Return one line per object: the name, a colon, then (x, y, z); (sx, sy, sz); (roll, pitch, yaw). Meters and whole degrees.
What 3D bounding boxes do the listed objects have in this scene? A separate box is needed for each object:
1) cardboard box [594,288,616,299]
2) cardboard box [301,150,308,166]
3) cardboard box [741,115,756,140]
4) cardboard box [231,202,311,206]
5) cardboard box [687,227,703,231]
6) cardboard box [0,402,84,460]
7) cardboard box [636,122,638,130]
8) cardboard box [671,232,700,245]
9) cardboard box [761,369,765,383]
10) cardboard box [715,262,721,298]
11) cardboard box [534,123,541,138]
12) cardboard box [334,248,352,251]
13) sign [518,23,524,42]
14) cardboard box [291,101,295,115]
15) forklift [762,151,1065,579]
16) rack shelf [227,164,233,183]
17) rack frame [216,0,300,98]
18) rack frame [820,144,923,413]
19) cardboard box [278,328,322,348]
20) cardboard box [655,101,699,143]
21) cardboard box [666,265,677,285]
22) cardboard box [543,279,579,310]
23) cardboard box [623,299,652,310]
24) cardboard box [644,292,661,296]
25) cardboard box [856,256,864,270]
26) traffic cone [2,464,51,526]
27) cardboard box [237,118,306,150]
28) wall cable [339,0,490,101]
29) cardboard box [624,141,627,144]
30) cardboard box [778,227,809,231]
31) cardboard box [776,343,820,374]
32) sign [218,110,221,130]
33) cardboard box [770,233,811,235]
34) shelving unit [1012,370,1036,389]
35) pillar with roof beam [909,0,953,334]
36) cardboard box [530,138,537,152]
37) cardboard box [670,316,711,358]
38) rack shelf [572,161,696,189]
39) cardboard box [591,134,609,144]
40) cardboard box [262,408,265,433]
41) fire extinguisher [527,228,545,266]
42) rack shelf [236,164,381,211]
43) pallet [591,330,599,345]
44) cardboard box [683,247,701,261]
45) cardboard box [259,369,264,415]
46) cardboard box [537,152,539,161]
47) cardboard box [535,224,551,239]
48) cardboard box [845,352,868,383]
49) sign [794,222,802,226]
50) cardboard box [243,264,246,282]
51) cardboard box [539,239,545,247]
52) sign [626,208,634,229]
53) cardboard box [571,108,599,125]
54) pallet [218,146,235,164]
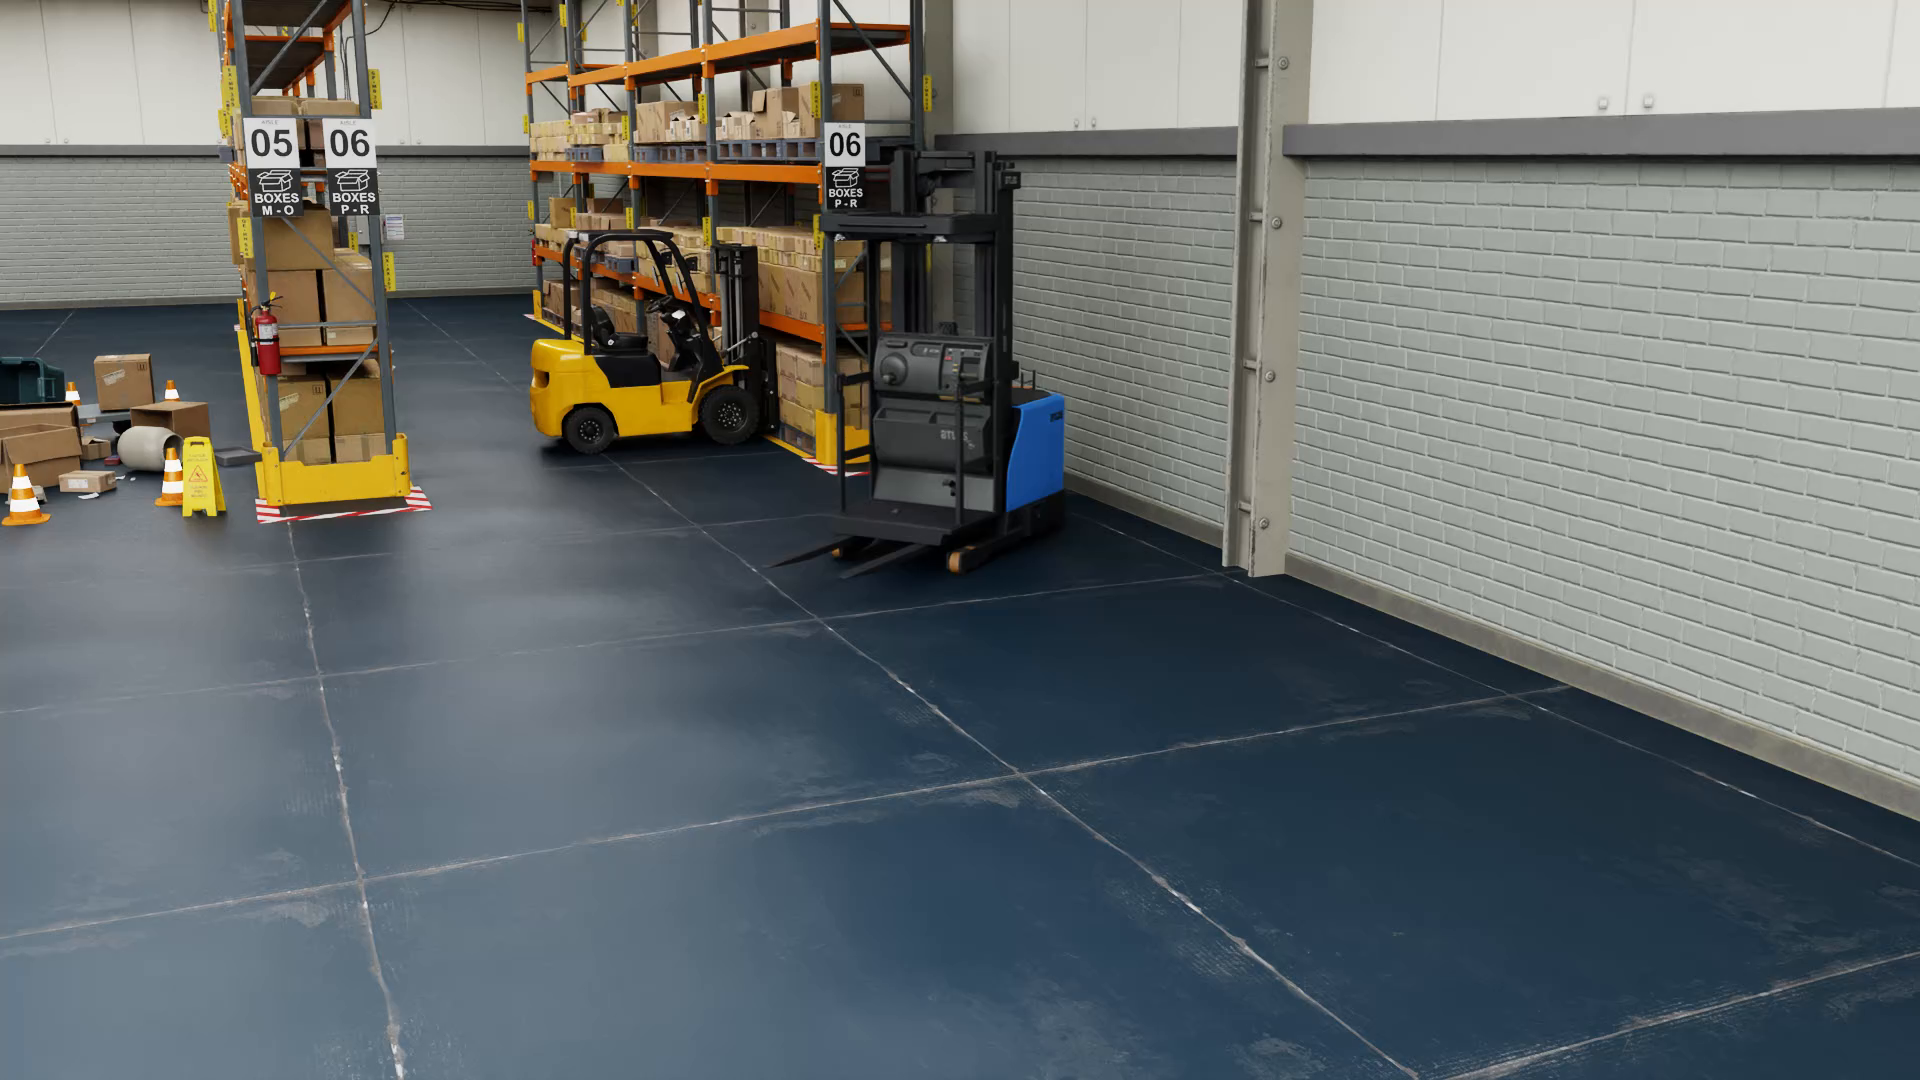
cardboard box: (-5.554, -3.902, 26.249); (0.380, 0.149, 0.250); (-6, 14, -25)
cardboard box: (-6.040, -3.619, 15.757); (0.380, 0.149, 0.250); (-6, 14, -23)
cardboard box: (-2.115, -4.409, 17.762); (0.396, 0.266, 0.258); (-6, 14, -24)
cardboard box: (-6.639, -3.002, 16.088); (0.700, 0.500, 0.500); (-6, 14, -24)
cardboard box: (-3.463, -4.133, 22.417); (0.380, 0.149, 0.250); (-6, 14, -23)
cardboard box: (-8.781, -0.995, 15.753); (0.797, 0.637, 0.503); (-6, 14, -23)
cardboard box: (-4.442, -5.692, 22.949); (0.380, 0.149, 0.250); (-5, 14, -21)
cardboard box: (-3.488, -3.819, 21.056); (0.380, 0.149, 0.250); (-6, 14, -24)
cardboard box: (-1.924, -1.762, 17.888); (0.500, 0.250, 0.500); (-6, 14, -23)
cardboard box: (-2.493, -3.028, 19.078); (0.500, 0.500, 0.500); (-6, 14, -25)
cardboard box: (-7.104, -7.129, 28.932); (0.500, 0.250, 0.500); (-6, 14, -23)
cardboard box: (-6.572, -2.769, 17.302); (0.500, 0.500, 0.500); (-6, 14, -24)
sign: (-7.735, -8.941, 29.297); (0.100, 0.325, 0.005); (-6, 14, -23)
cardboard box: (-5.849, -3.646, 14.108); (0.380, 0.149, 0.250); (-5, 14, -22)
forklift: (-0.310, -1.300, 11.986); (1.130, 2.935, 3.031); (7, 15, 28)
rack shelf: (-10.983, -5.822, 26.316); (1.077, 0.370, 4.000); (-6, 14, -23)
rack frame: (-10.182, -7.221, 24.111); (1.000, 3.000, 0.127); (-6, 14, -23)
rack frame: (-0.829, -2.268, 16.016); (1.000, 3.000, 0.127); (-6, 14, -23)
cardboard box: (-5.721, -1.754, 14.354); (0.380, 0.149, 0.250); (-5, 14, -21)
cardboard box: (-3.559, -5.302, 21.099); (0.500, 0.500, 0.500); (-5, 14, -22)
cardboard box: (-3.464, -3.416, 21.311); (0.500, 0.250, 0.500); (-5, 14, -21)
cardboard box: (-7.080, -4.427, 29.950); (0.797, 0.503, 0.637); (-6, 14, -25)
cardboard box: (-4.666, -3.415, 24.145); (0.380, 0.149, 0.250); (-6, 14, -25)
cardboard box: (-4.593, -3.681, 25.297); (0.380, 0.149, 0.250); (-6, 14, -25)
cardboard box: (-0.884, -2.771, 16.531); (0.380, 0.149, 0.250); (-6, 14, -23)
traffic cone: (-7.610, -0.385, 13.506); (0.336, 0.463, 0.334); (-6, 14, -23)
cardboard box: (-5.827, -3.433, 14.073); (0.500, 0.250, 0.500); (-6, 14, -24)
wall cable: (-11.063, -9.526, 33.990); (2.988, 3.039, 0.133); (-6, 14, -23)
cardboard box: (-4.482, -5.610, 23.253); (0.380, 0.149, 0.250); (-6, 14, -24)
cardboard box: (-1.845, -3.456, 18.831); (0.380, 0.149, 0.250); (-6, 14, -23)
cardboard box: (-1.720, -1.895, 17.356); (0.500, 0.250, 0.500); (-5, 14, -22)
sign: (-12.295, -7.001, 27.702); (0.100, 0.325, 0.005); (-6, 14, -23)
cardboard box: (-1.785, -3.149, 17.503); (0.380, 0.149, 0.250); (-5, 14, -22)
shelving unit: (0.338, -0.803, 13.678); (0.503, 1.200, 0.258); (7, 15, 27)
pillar with roof beam: (-4.226, -5.027, 14.633); (9.100, 9.000, 0.400); (-6, 14, -23)
cardboard box: (-7.311, -6.990, 29.441); (0.500, 0.250, 0.500); (-6, 14, -24)
cardboard box: (-3.257, -2.565, 21.635); (0.875, 0.625, 0.625); (-6, 14, -25)
rack shelf: (-4.835, -5.445, 24.686); (1.077, 0.370, 4.000); (-6, 14, -23)
cardboard box: (-5.241, -5.926, 24.576); (0.380, 0.149, 0.250); (-5, 14, -22)
cardboard box: (-6.764, -1.255, 16.805); (0.500, 0.250, 0.500); (-5, 14, -20)
fire extinguisher: (-7.720, -5.343, 30.301); (0.296, 0.674, 0.183); (-6, 14, -23)
rack shelf: (-6.176, -3.343, 15.604); (1.077, 0.370, 4.000); (-6, 14, -23)
pallet: (-5.275, -3.224, 26.331); (1.003, 0.211, 1.213); (-6, 14, -23)
cardboard box: (-3.075, -3.449, 20.342); (0.500, 0.250, 0.500); (-6, 14, -24)
cardboard box: (-6.557, -1.512, 16.256); (0.500, 0.500, 0.500); (-5, 14, -20)
cardboard box: (-7.323, -6.826, 29.614); (0.380, 0.149, 0.250); (-5, 14, -22)
cardboard box: (-7.303, -5.527, 29.772); (0.500, 0.250, 0.500); (-6, 14, -23)
cardboard box: (-0.848, -1.736, 16.669); (0.500, 0.250, 0.500); (-6, 14, -24)
sign: (-1.923, -3.605, 19.698); (0.100, 0.325, 0.005); (-6, 14, -23)
cardboard box: (-9.020, -3.480, 21.584); (0.500, 0.250, 0.500); (-6, 14, -25)
cardboard box: (-7.358, -5.358, 29.927); (0.380, 0.149, 0.250); (-6, 14, -23)
sign: (-4.527, -4.395, 22.816); (0.100, 0.325, 0.005); (-6, 14, -23)
cardboard box: (-5.835, -6.592, 25.874); (0.396, 0.266, 0.258); (-6, 14, -24)
pallet: (-8.886, -4.969, 21.454); (1.213, 0.211, 1.003); (-5, 14, -20)
